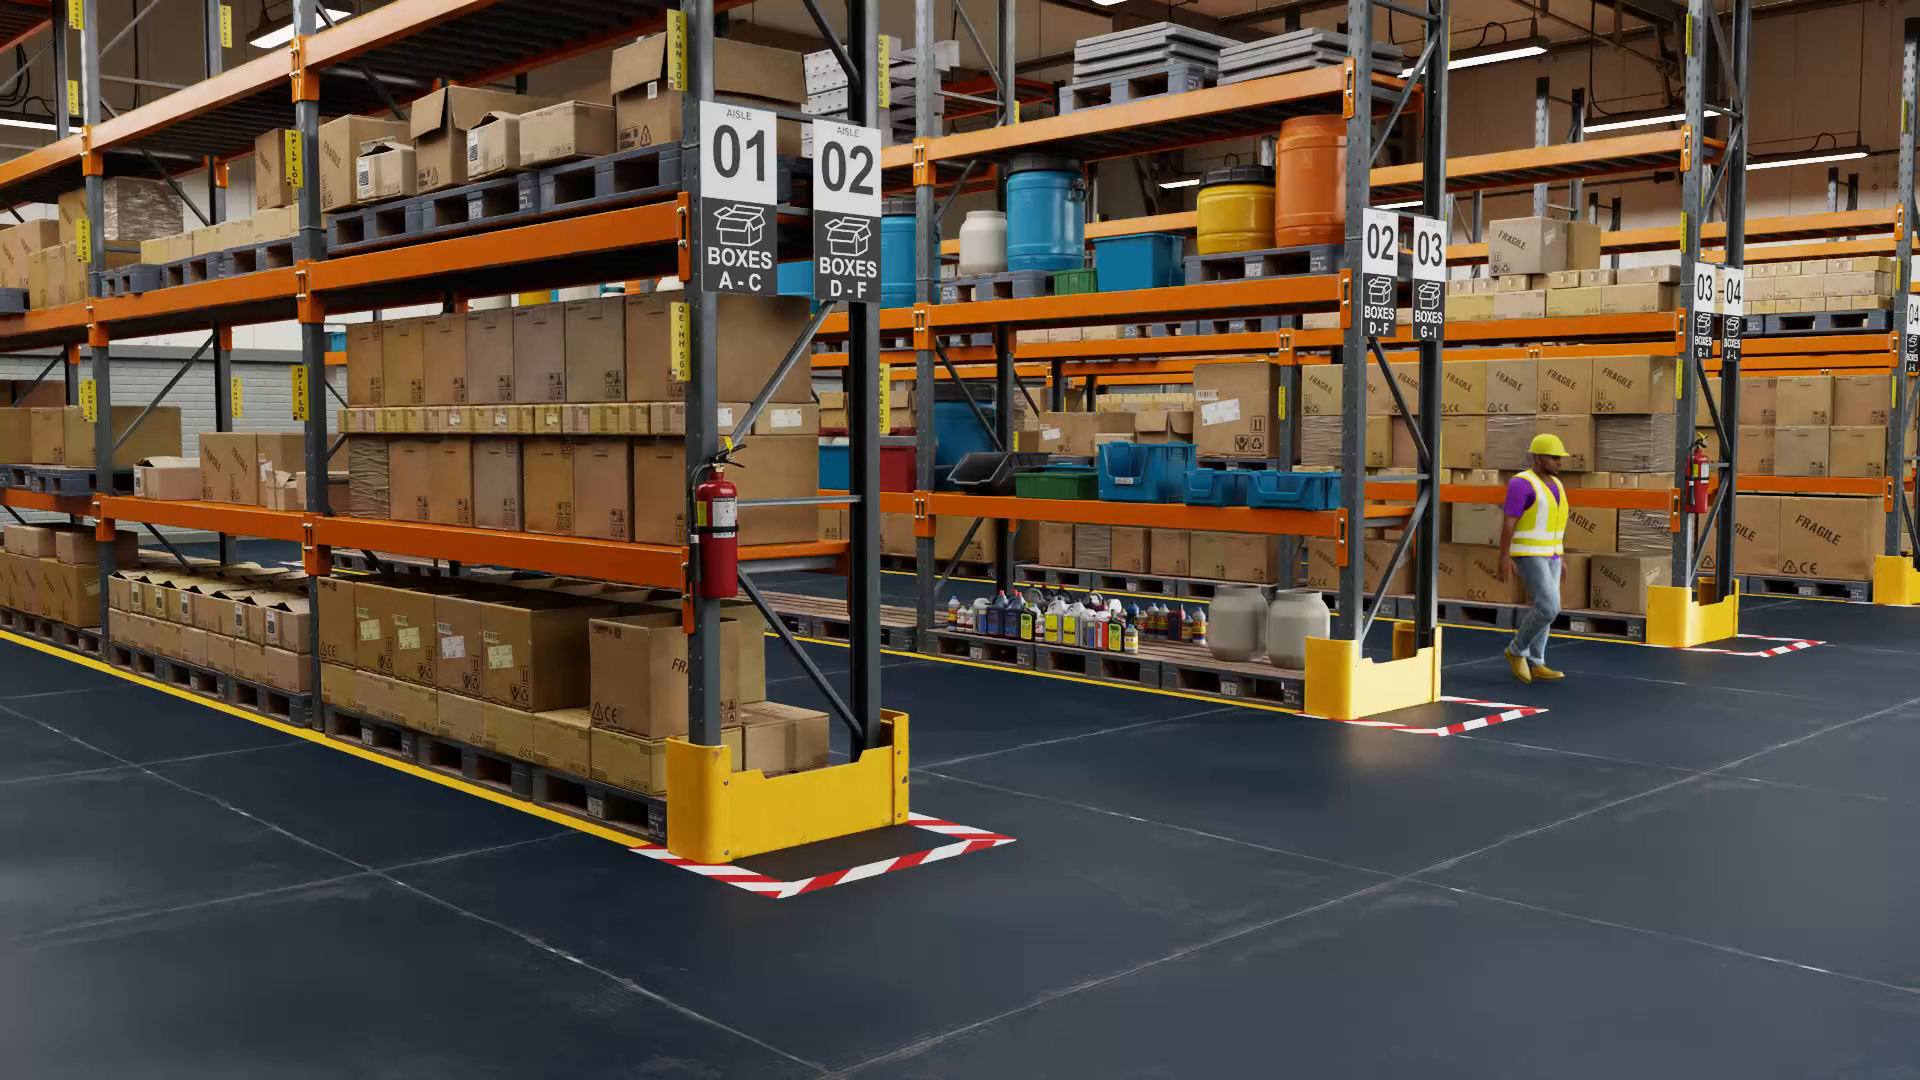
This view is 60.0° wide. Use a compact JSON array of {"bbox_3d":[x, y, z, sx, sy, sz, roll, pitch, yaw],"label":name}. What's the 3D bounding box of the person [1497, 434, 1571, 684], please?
[{"bbox_3d":[4.125,0.135,11.824,0.621,1.779,0.448,-3,5,-40],"label":"person"}]
